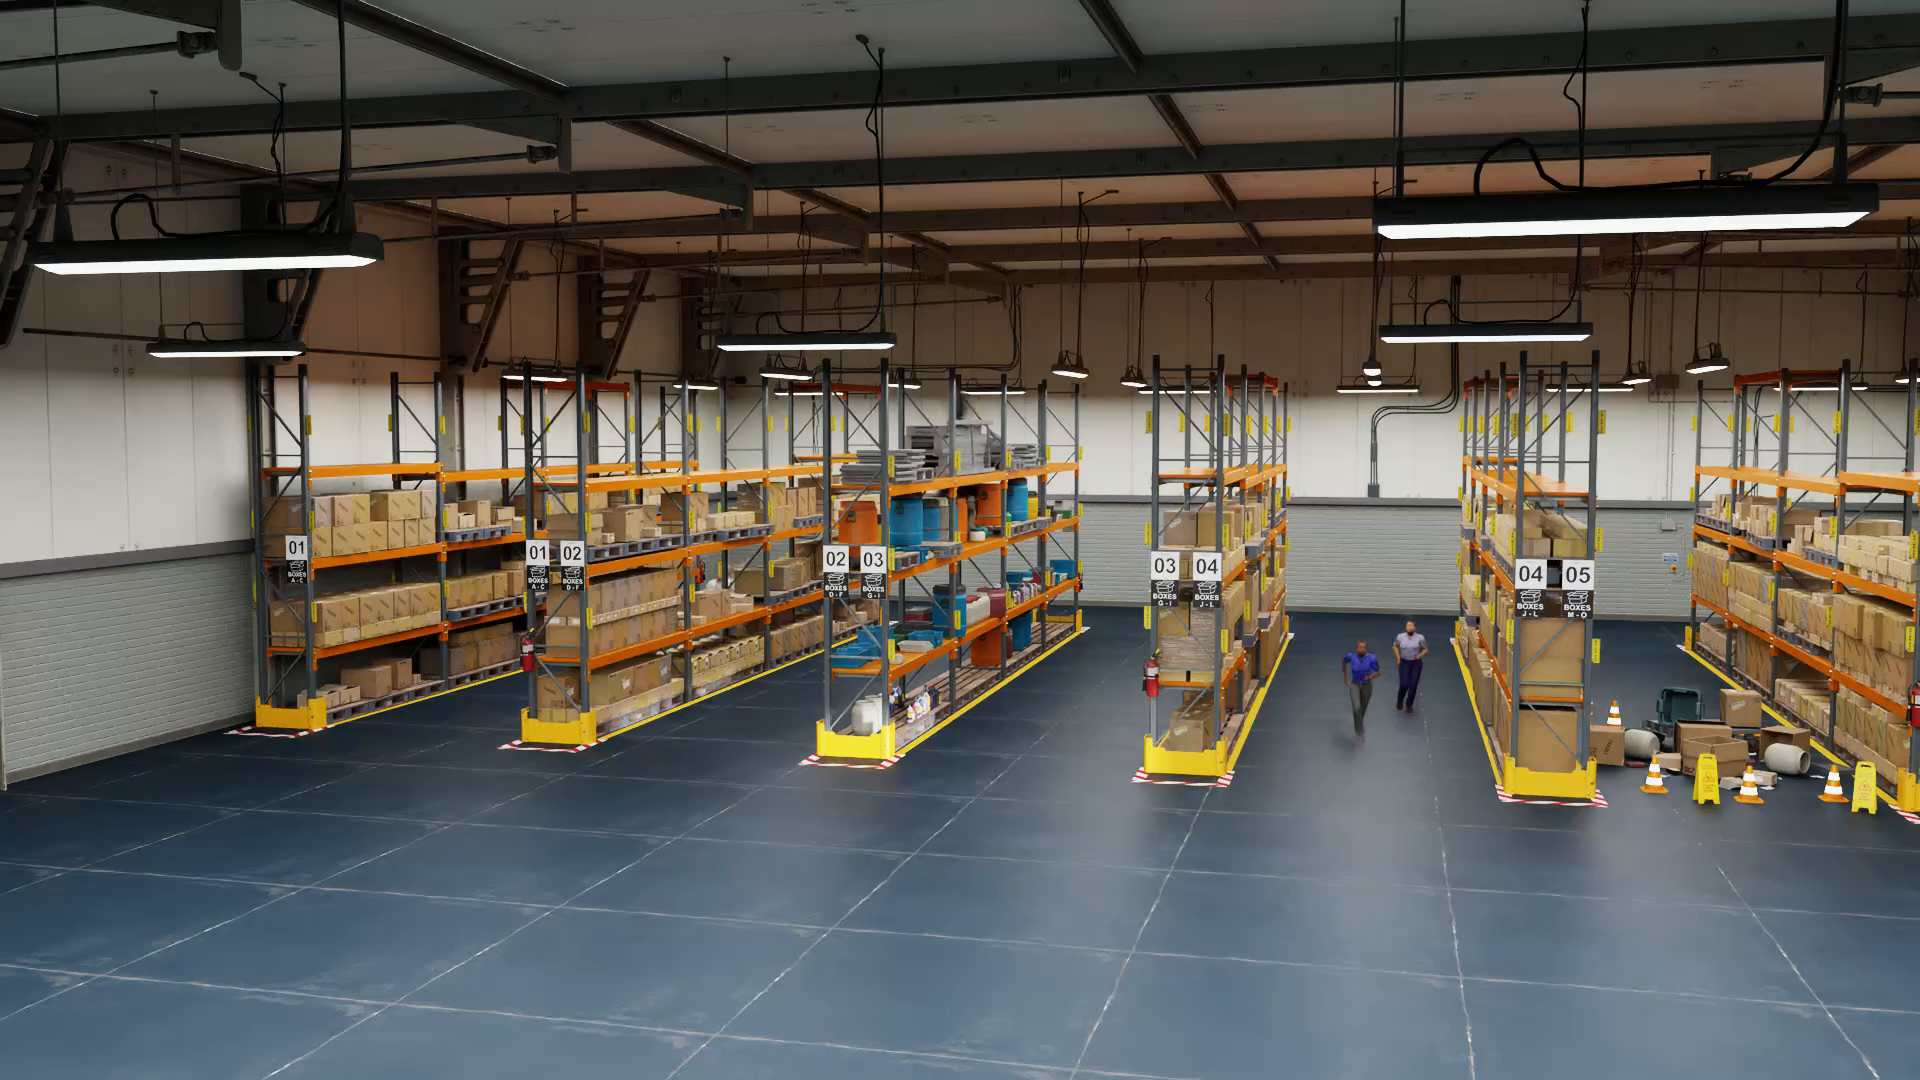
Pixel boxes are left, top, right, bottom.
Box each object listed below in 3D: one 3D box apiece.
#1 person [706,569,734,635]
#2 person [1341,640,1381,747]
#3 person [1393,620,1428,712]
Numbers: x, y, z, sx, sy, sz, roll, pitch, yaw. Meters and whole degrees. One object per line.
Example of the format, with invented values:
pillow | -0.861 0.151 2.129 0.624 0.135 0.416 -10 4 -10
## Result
person | -5.483 1.529 37.785 0.691 1.745 0.658 0 4 6
person | 6.347 2.383 26.366 0.579 1.663 1.019 0 4 5
person | 7.835 2.199 28.914 0.586 1.613 0.584 1 4 13
